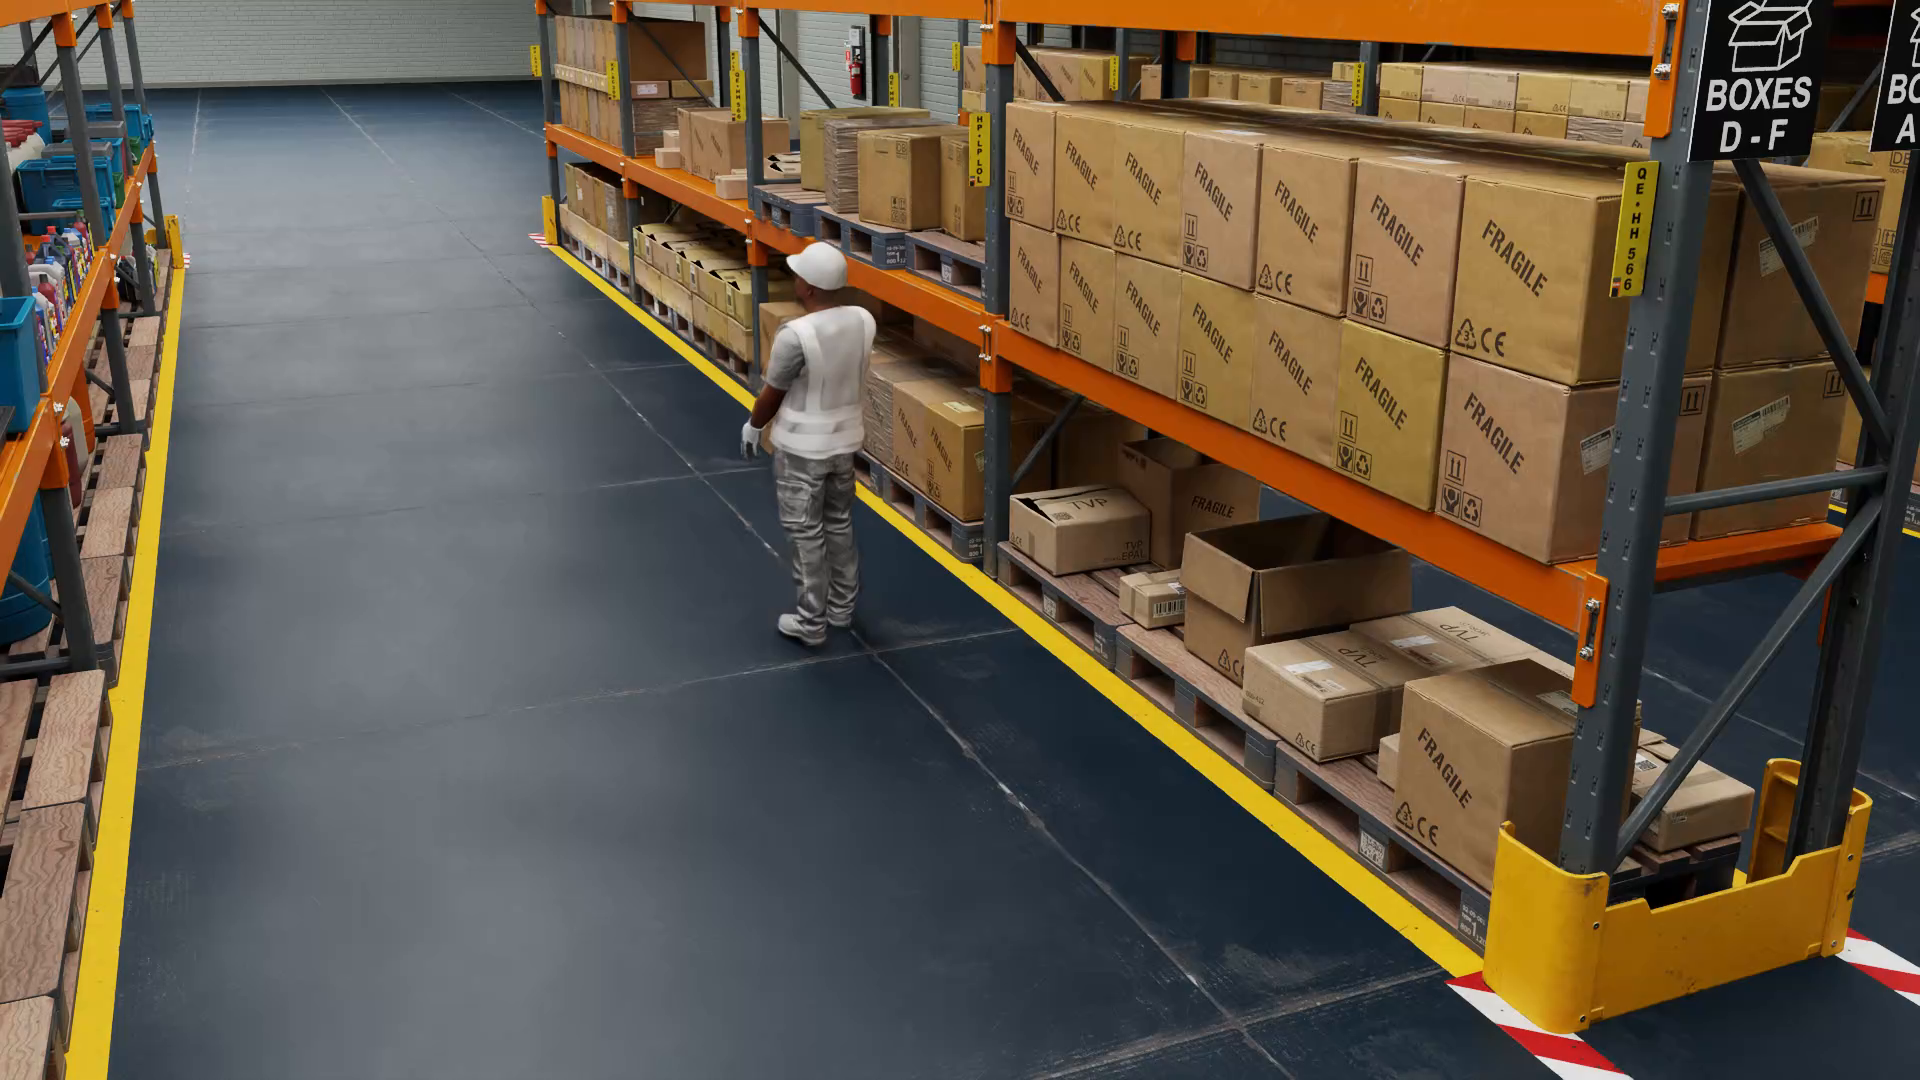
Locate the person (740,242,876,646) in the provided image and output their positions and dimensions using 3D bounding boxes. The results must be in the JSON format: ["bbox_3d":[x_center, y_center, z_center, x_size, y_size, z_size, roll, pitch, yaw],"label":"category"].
[{"bbox_3d":[-0.663,-0.423,7.273,0.539,1.789,0.566,15,24,38],"label":"person"}]
